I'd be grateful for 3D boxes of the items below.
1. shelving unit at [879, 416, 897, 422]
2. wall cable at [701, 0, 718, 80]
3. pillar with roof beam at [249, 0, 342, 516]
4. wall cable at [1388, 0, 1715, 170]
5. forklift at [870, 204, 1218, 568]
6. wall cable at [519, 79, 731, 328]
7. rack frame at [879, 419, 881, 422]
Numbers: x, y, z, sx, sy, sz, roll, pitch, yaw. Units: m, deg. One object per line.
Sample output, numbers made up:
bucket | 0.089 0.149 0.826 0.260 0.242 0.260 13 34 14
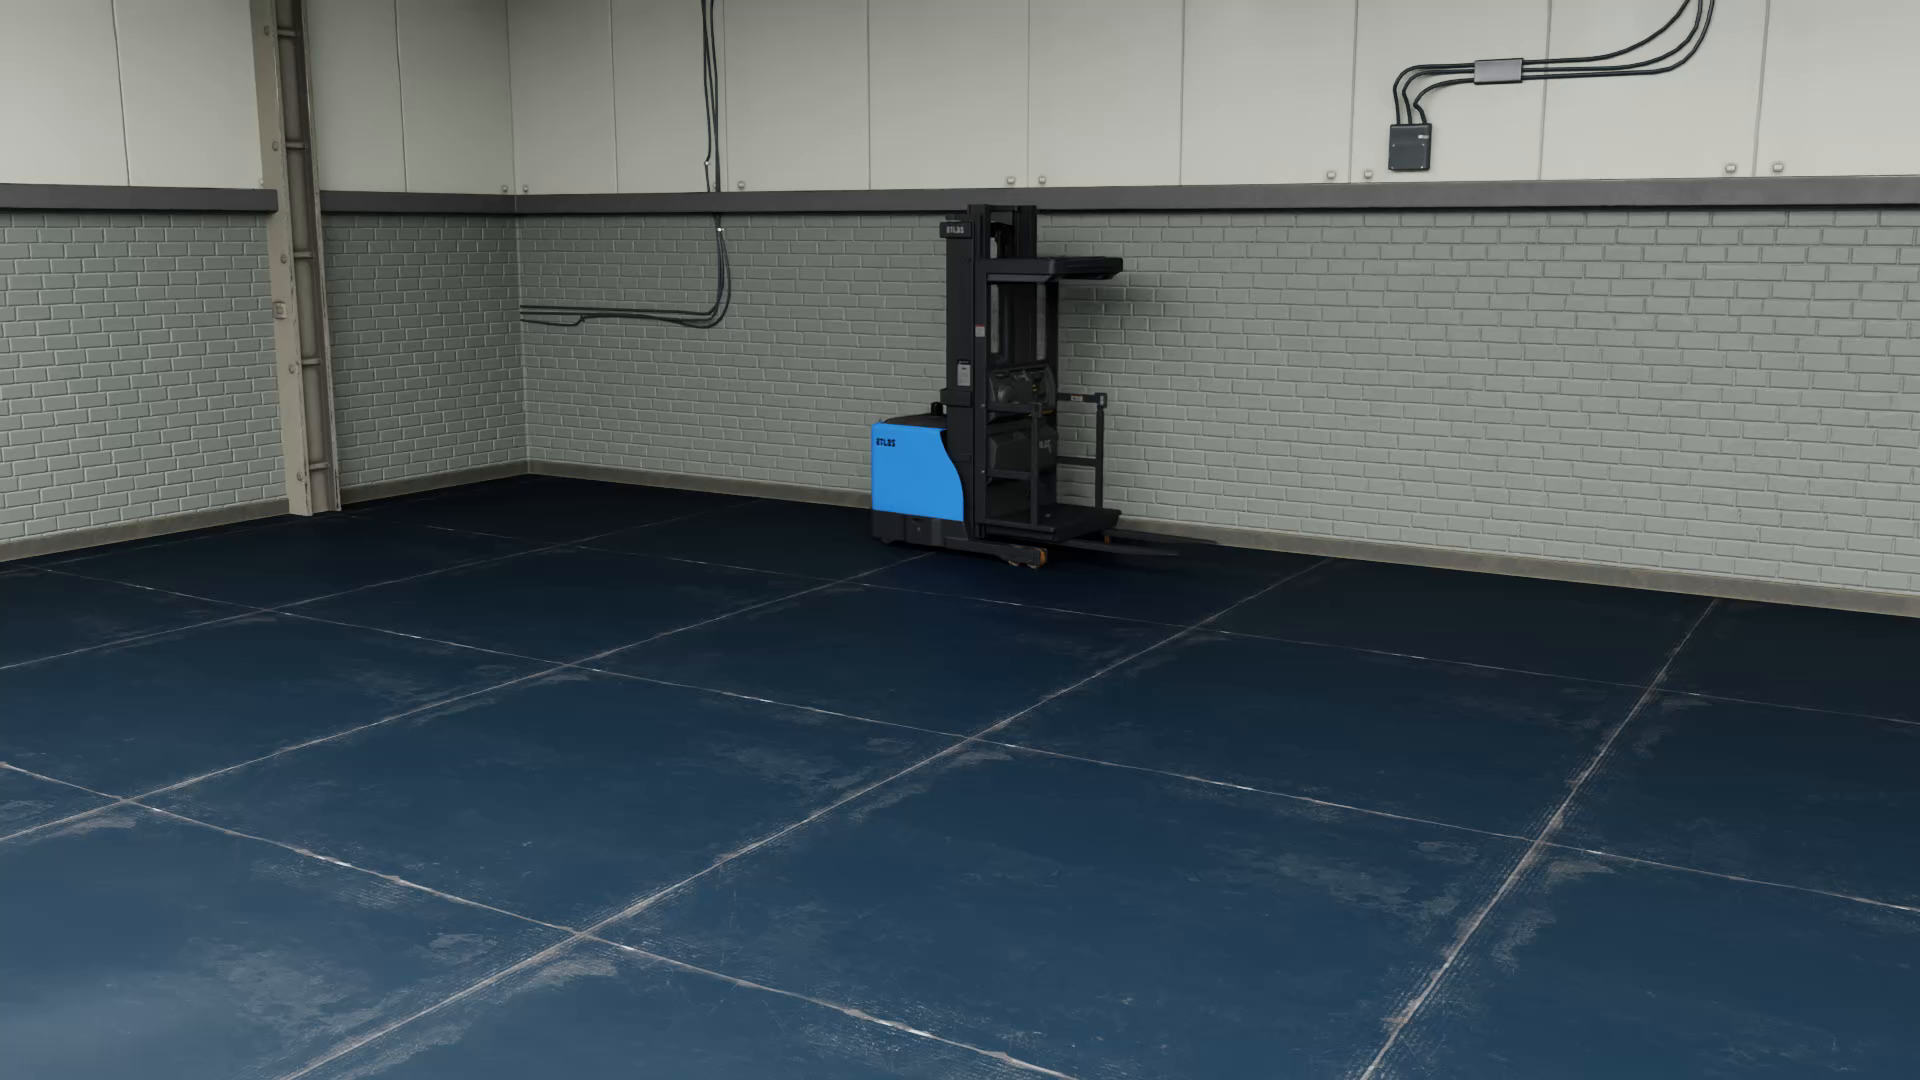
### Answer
shelving unit | -0.576 -0.583 15.132 0.215 1.050 0.252 8 13 35
wall cable | -1.374 -5.737 15.770 3.097 2.526 0.112 6 12 31
pillar with roof beam | -2.666 -4.291 13.332 9.100 9.000 0.400 6 12 31
wall cable | 4.420 -5.801 12.159 2.305 6.003 0.169 6 12 31
forklift | 0.693 -1.318 13.943 3.031 2.935 1.130 8 13 36
wall cable | -3.686 -3.513 17.615 3.097 2.526 0.112 6 12 31
rack frame | -0.648 -0.565 15.034 0.200 1.050 0.008 8 13 35
